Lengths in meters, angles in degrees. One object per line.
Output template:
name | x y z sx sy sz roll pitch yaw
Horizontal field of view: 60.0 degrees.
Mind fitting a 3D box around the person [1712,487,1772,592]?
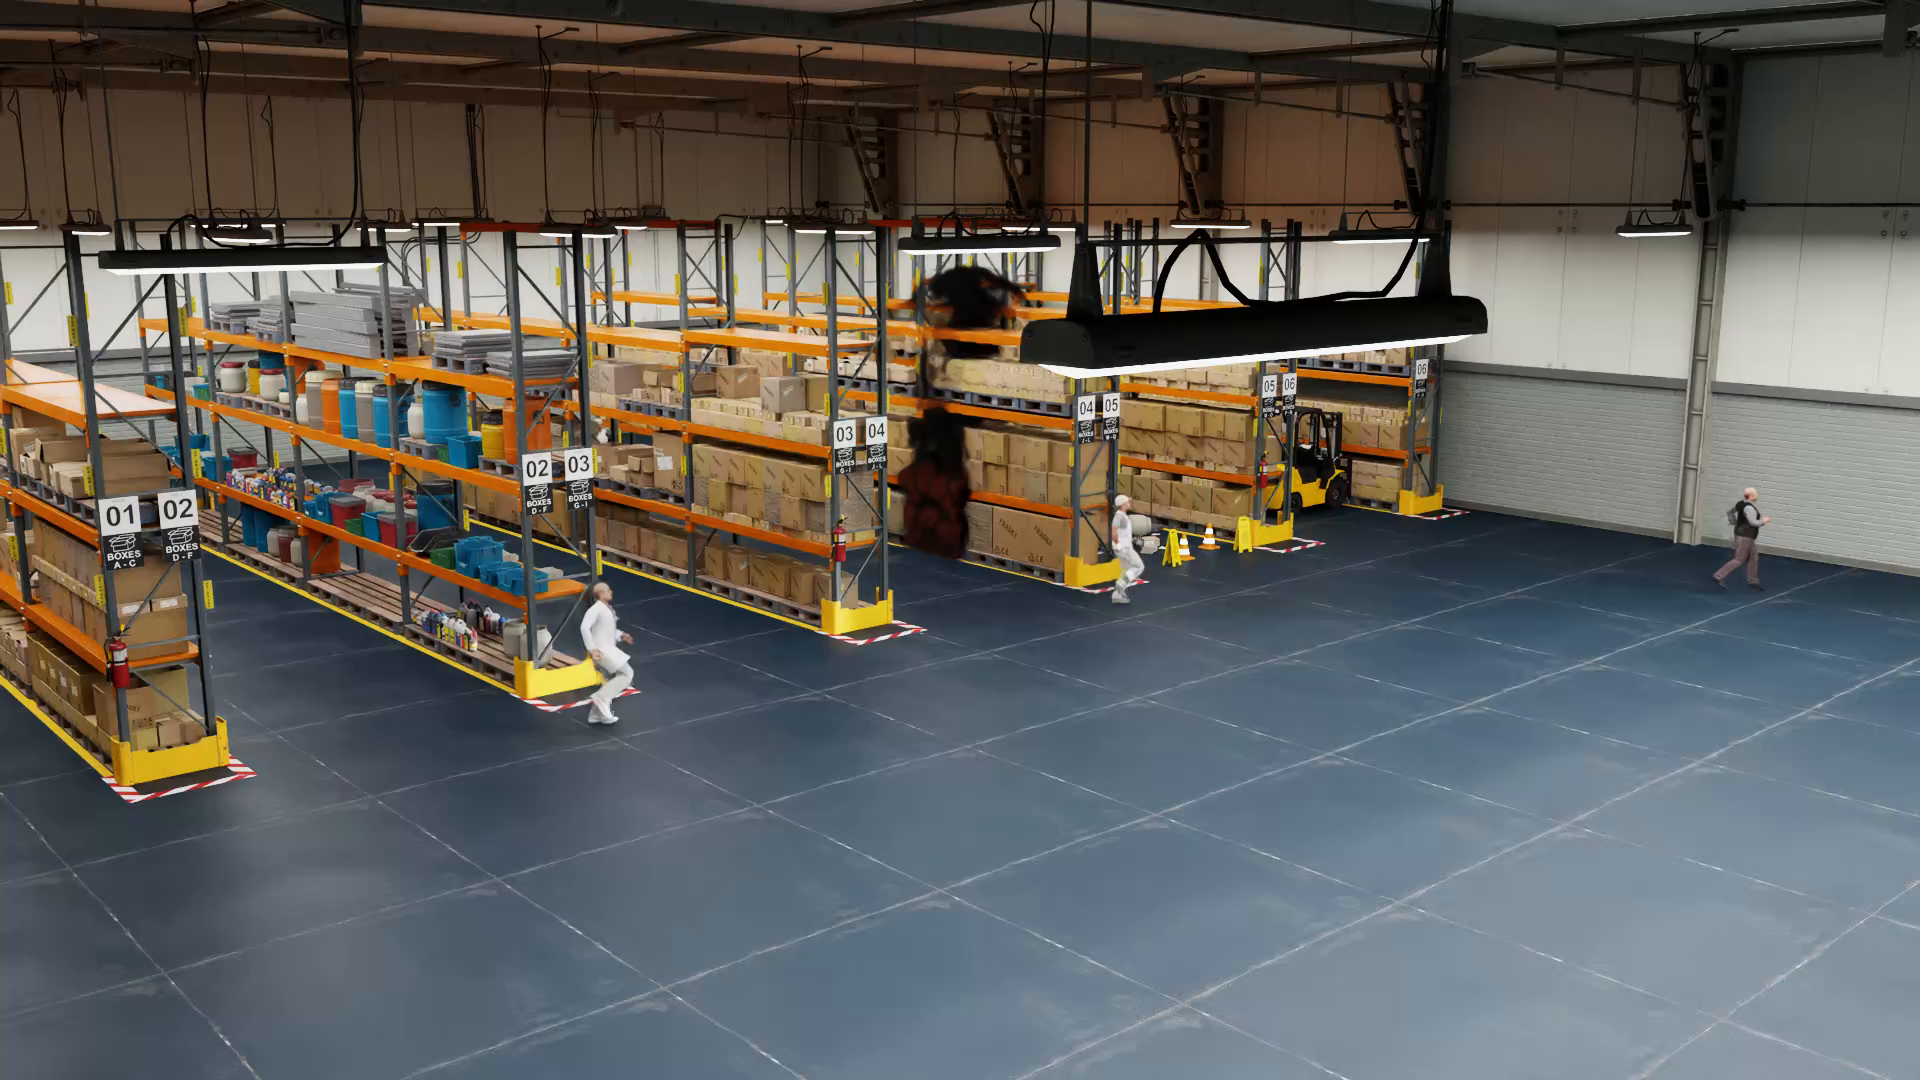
person | 12.931 -0.005 27.437 0.893 1.750 0.674 3 12 14

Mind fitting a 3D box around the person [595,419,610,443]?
person | -8.011 -1.887 37.079 0.613 1.641 0.594 -10 15 -40

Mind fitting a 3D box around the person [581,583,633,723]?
person | -4.367 1.385 20.667 0.604 1.720 0.709 -2 12 -8

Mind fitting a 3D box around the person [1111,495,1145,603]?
person | 2.692 0.139 26.806 0.562 1.730 0.687 0 11 0

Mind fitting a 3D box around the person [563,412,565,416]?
person | -9.009 -2.155 38.242 0.646 1.691 0.877 -7 14 -32
